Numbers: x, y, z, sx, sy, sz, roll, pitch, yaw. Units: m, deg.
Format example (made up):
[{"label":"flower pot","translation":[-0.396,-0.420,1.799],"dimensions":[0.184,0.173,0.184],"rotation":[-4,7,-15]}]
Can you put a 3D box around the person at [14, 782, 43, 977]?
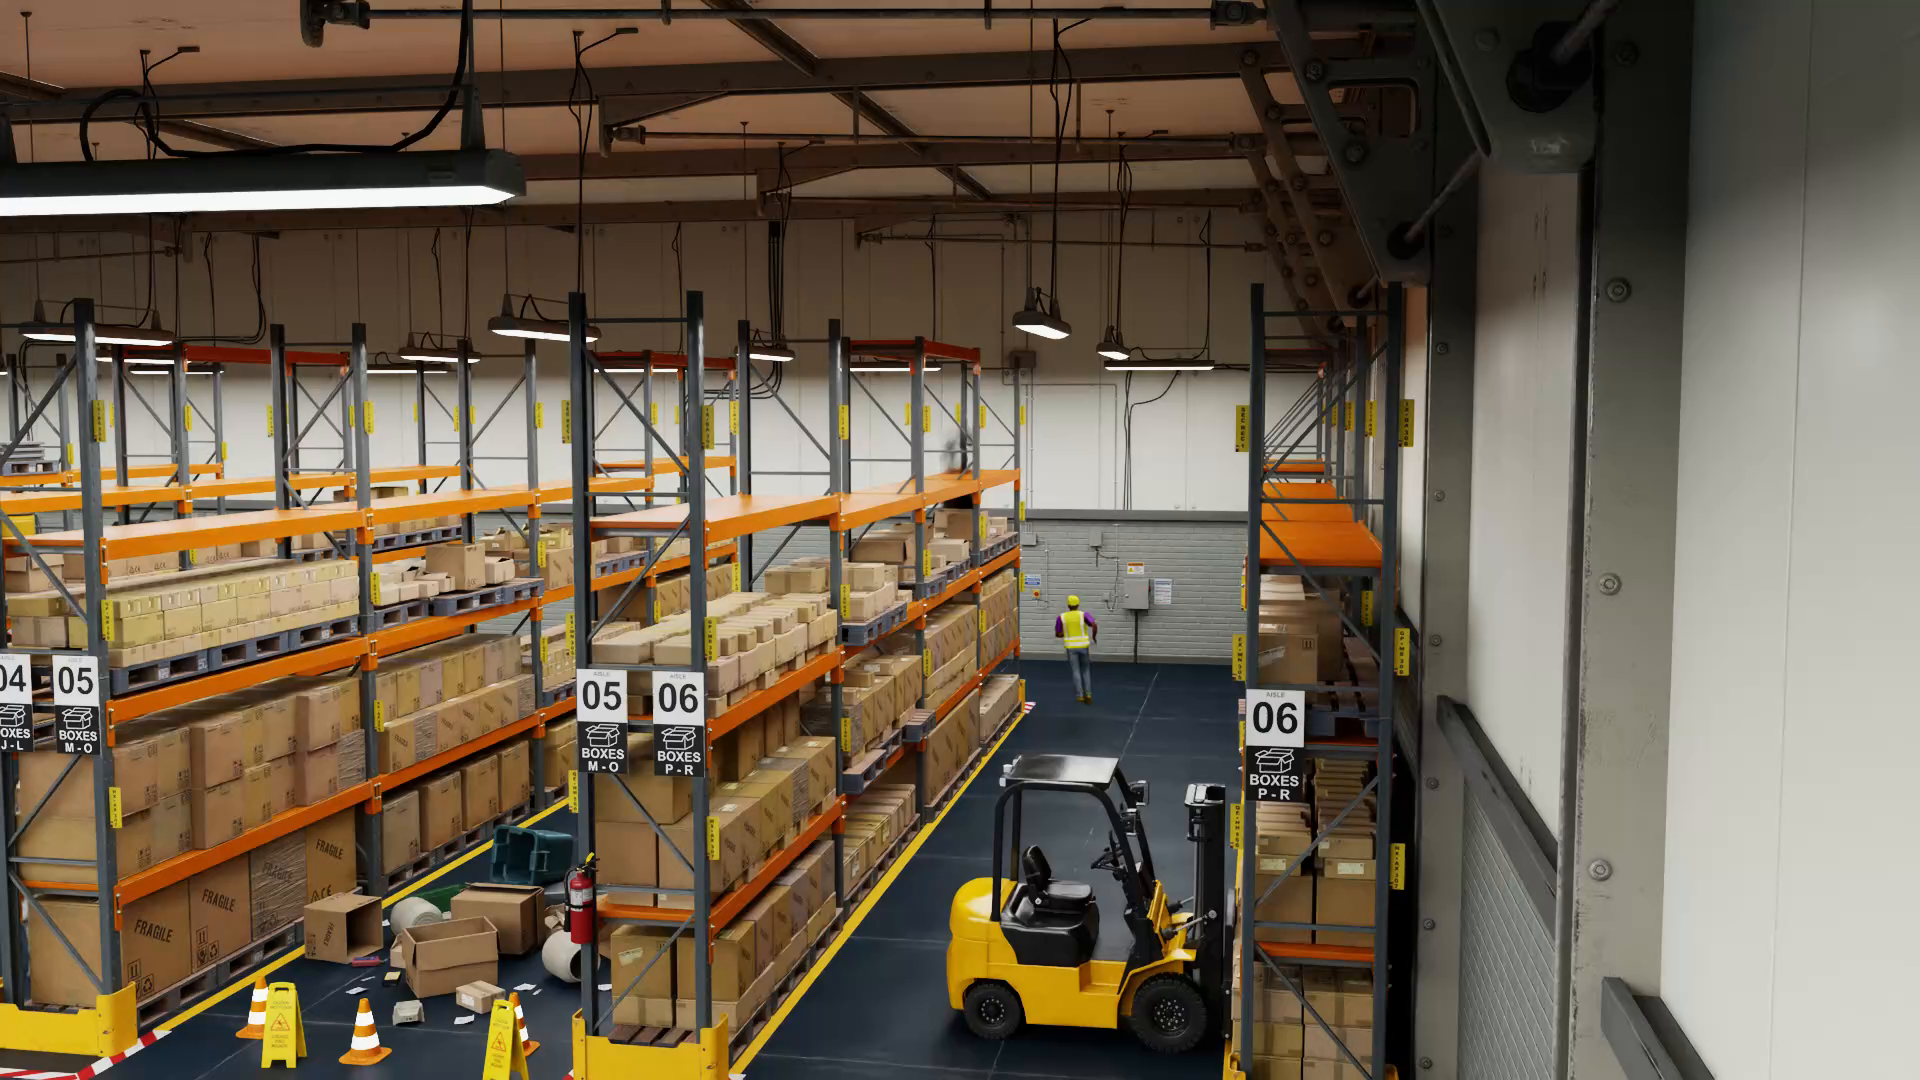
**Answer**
[{"label":"person","translation":[-8.507,3.062,15.226],"dimensions":[0.637,1.814,0.711],"rotation":[1,5,7]}]

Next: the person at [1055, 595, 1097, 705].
[{"label":"person","translation":[1.908,1.843,27.398],"dimensions":[0.695,1.870,0.740],"rotation":[0,5,1]}]
